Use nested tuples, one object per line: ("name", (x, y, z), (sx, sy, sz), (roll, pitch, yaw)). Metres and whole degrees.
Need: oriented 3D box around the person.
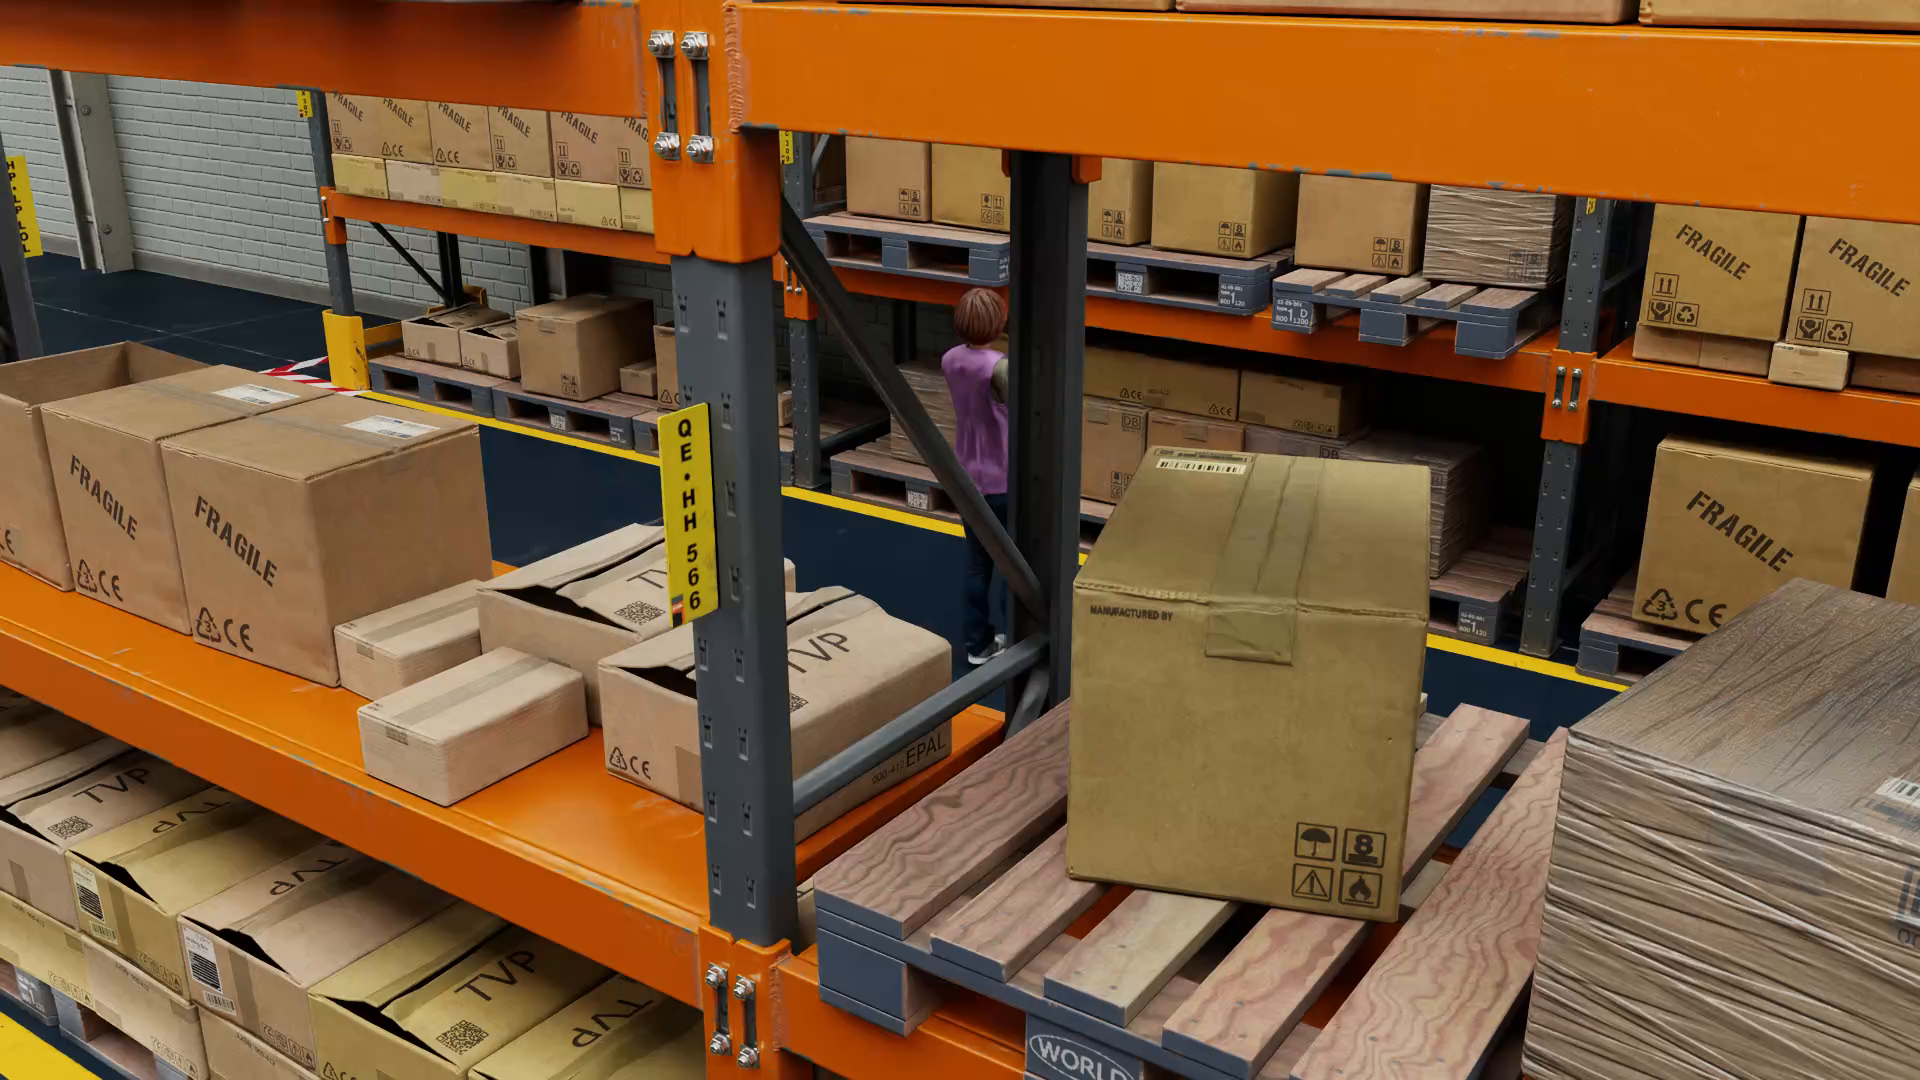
("person", (0.174, -0.240, 6.734), (0.449, 1.599, 0.434), (-16, 25, -36))
